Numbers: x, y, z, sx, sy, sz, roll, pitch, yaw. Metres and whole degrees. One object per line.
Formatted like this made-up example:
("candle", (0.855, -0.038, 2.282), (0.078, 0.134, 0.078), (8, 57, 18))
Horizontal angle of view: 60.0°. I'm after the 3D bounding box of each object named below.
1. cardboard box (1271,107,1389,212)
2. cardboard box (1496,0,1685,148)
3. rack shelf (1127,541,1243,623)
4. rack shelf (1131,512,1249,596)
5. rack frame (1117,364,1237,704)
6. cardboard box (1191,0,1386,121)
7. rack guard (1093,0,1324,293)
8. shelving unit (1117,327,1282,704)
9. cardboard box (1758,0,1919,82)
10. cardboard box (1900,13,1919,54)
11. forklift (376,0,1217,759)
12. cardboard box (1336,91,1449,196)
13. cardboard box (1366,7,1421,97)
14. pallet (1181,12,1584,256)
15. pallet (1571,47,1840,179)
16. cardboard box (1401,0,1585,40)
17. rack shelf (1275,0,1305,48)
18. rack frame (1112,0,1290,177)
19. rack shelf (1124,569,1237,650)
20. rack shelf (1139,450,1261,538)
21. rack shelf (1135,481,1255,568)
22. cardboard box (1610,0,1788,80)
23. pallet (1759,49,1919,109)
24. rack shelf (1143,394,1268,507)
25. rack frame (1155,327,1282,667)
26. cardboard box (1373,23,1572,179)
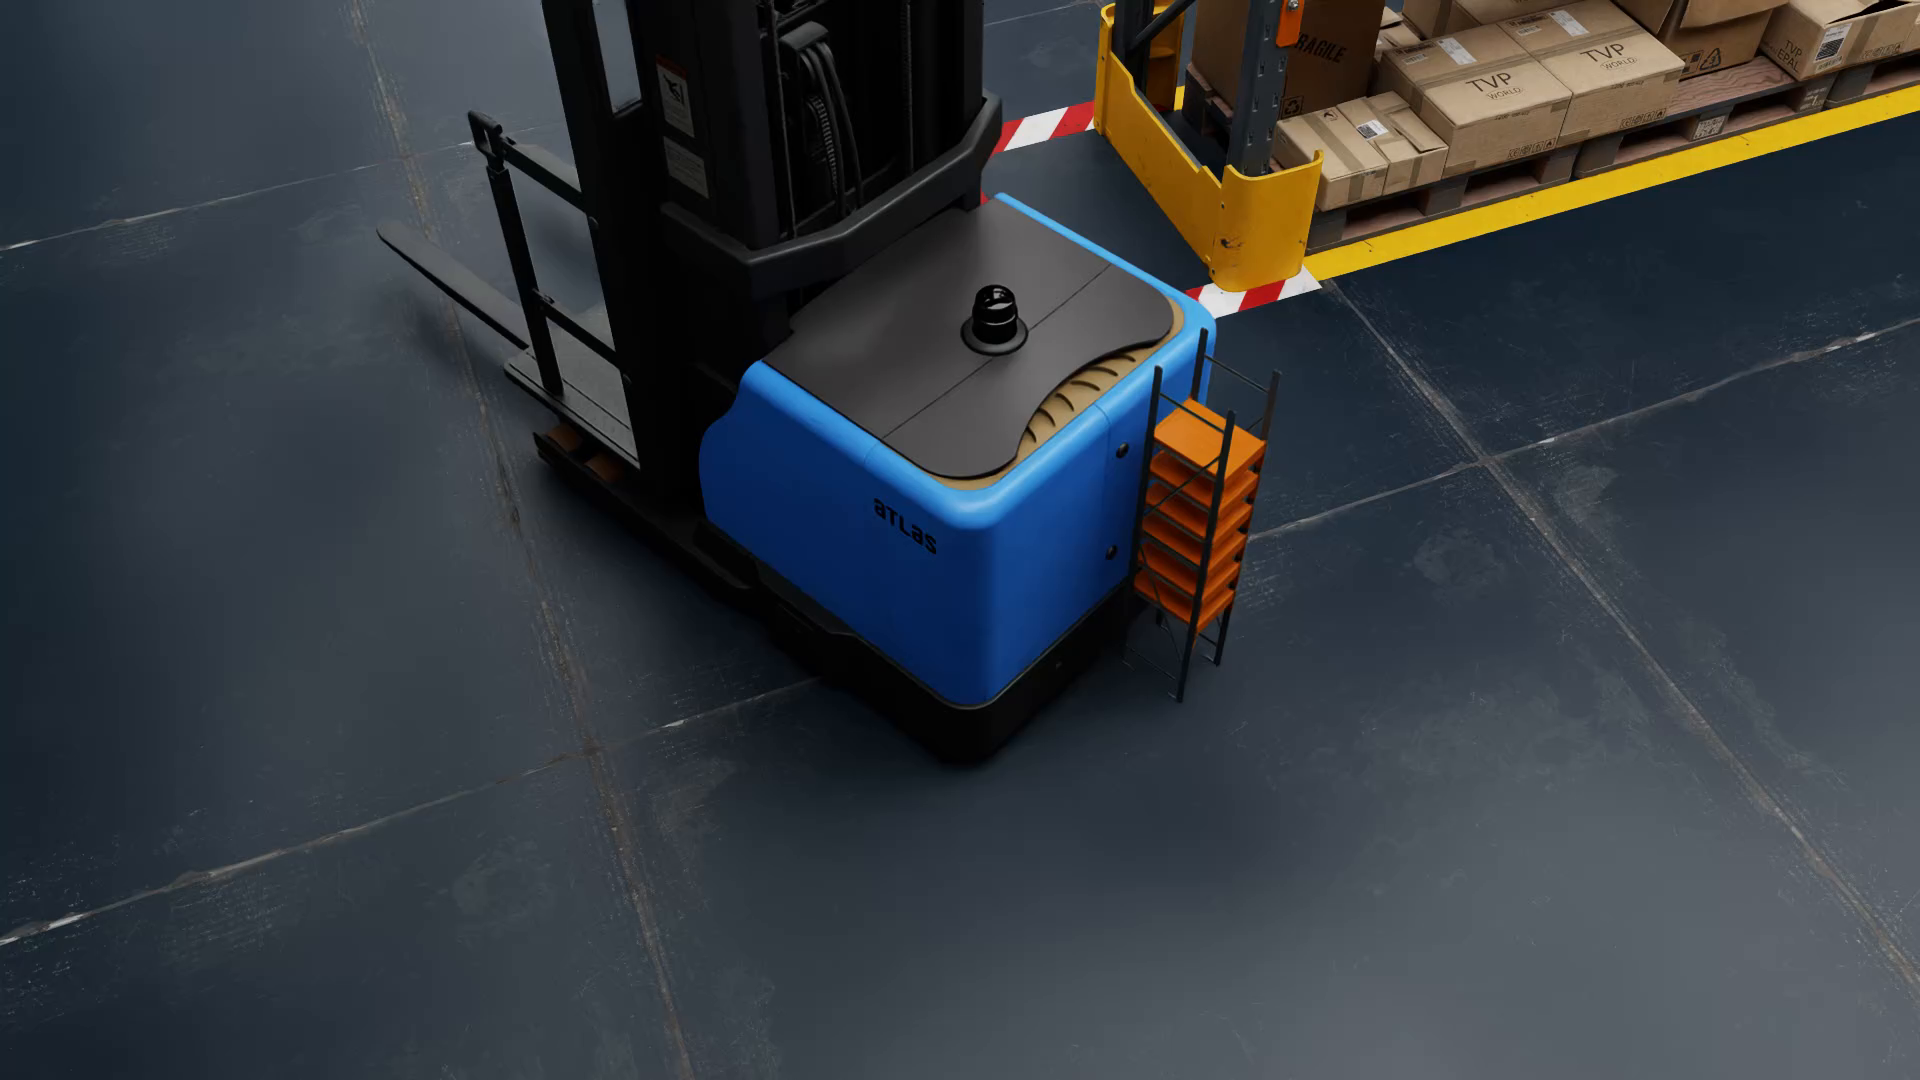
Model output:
("cardboard box", (1.342, -1.389, 6.055), (0.250, 0.149, 0.380), (-17, 52, -14))
("cardboard box", (2.361, -1.787, 6.329), (0.500, 0.250, 0.500), (-17, 52, -14))
("rack shelf", (0.621, 0.081, 4.605), (0.258, 0.103, 0.180), (35, 58, 26))
("rack shelf", (0.622, 0.004, 4.513), (0.258, 0.103, 0.180), (35, 58, 26))
("rack frame", (0.560, 0.026, 4.435), (0.240, 1.200, 0.006), (35, 58, 26))
("cardboard box", (1.235, -1.953, 6.308), (0.500, 0.500, 0.500), (-17, 52, -14))
("rack guard", (0.895, -1.503, 6.211), (0.348, 0.500, 1.175), (-17, 52, -14))
("shelving unit", (0.622, -0.025, 4.479), (0.258, 1.200, 0.189), (35, 58, 26))
("cardboard box", (3.413, -2.132, 6.586), (0.500, 0.311, 0.500), (-17, 52, -14))
("cardboard box", (3.783, -2.145, 6.704), (0.250, 0.149, 0.380), (-17, 52, -14))
("forklift", (-0.736, -1.333, 4.463), (3.031, 2.935, 1.130), (35, 58, 26))
("cardboard box", (1.574, -1.466, 6.109), (0.250, 0.166, 0.380), (-17, 52, -14))
("cardboard box", (1.644, -1.898, 6.480), (0.250, 0.166, 0.380), (-17, 52, -14))
("pallet", (1.633, -1.638, 6.518), (1.213, 0.211, 1.003), (-17, 52, -14))
("pallet", (2.761, -1.985, 6.816), (1.213, 0.211, 1.003), (-17, 52, -14))
("cardboard box", (2.126, -2.123, 6.619), (0.500, 0.250, 0.500), (-17, 52, -14))
("rack shelf", (2.676, -2.635, 6.010), (4.000, 0.370, 1.077), (-17, 52, -14))
("rack frame", (0.825, -2.295, 5.244), (0.127, 3.000, 1.000), (-17, 52, -14))
("rack shelf", (0.621, 0.159, 4.696), (0.258, 0.103, 0.180), (35, 58, 26))
("rack shelf", (0.623, -0.152, 4.330), (0.258, 0.103, 0.180), (35, 58, 26))
("rack shelf", (0.622, -0.074, 4.422), (0.258, 0.103, 0.180), (35, 58, 26))
("cardboard box", (2.791, -2.230, 6.544), (0.637, 0.503, 0.797), (-17, 52, -14))
("pallet", (3.892, -2.338, 7.119), (1.213, 0.211, 1.003), (-17, 52, -14))
("rack shelf", (0.623, -0.230, 4.239), (0.258, 0.103, 0.180), (35, 58, 26))
("rack frame", (0.684, -0.076, 4.523), (0.240, 1.200, 0.006), (35, 58, 26))
("cardboard box", (1.898, -1.643, 6.206), (0.500, 0.250, 0.500), (-17, 52, -14))
